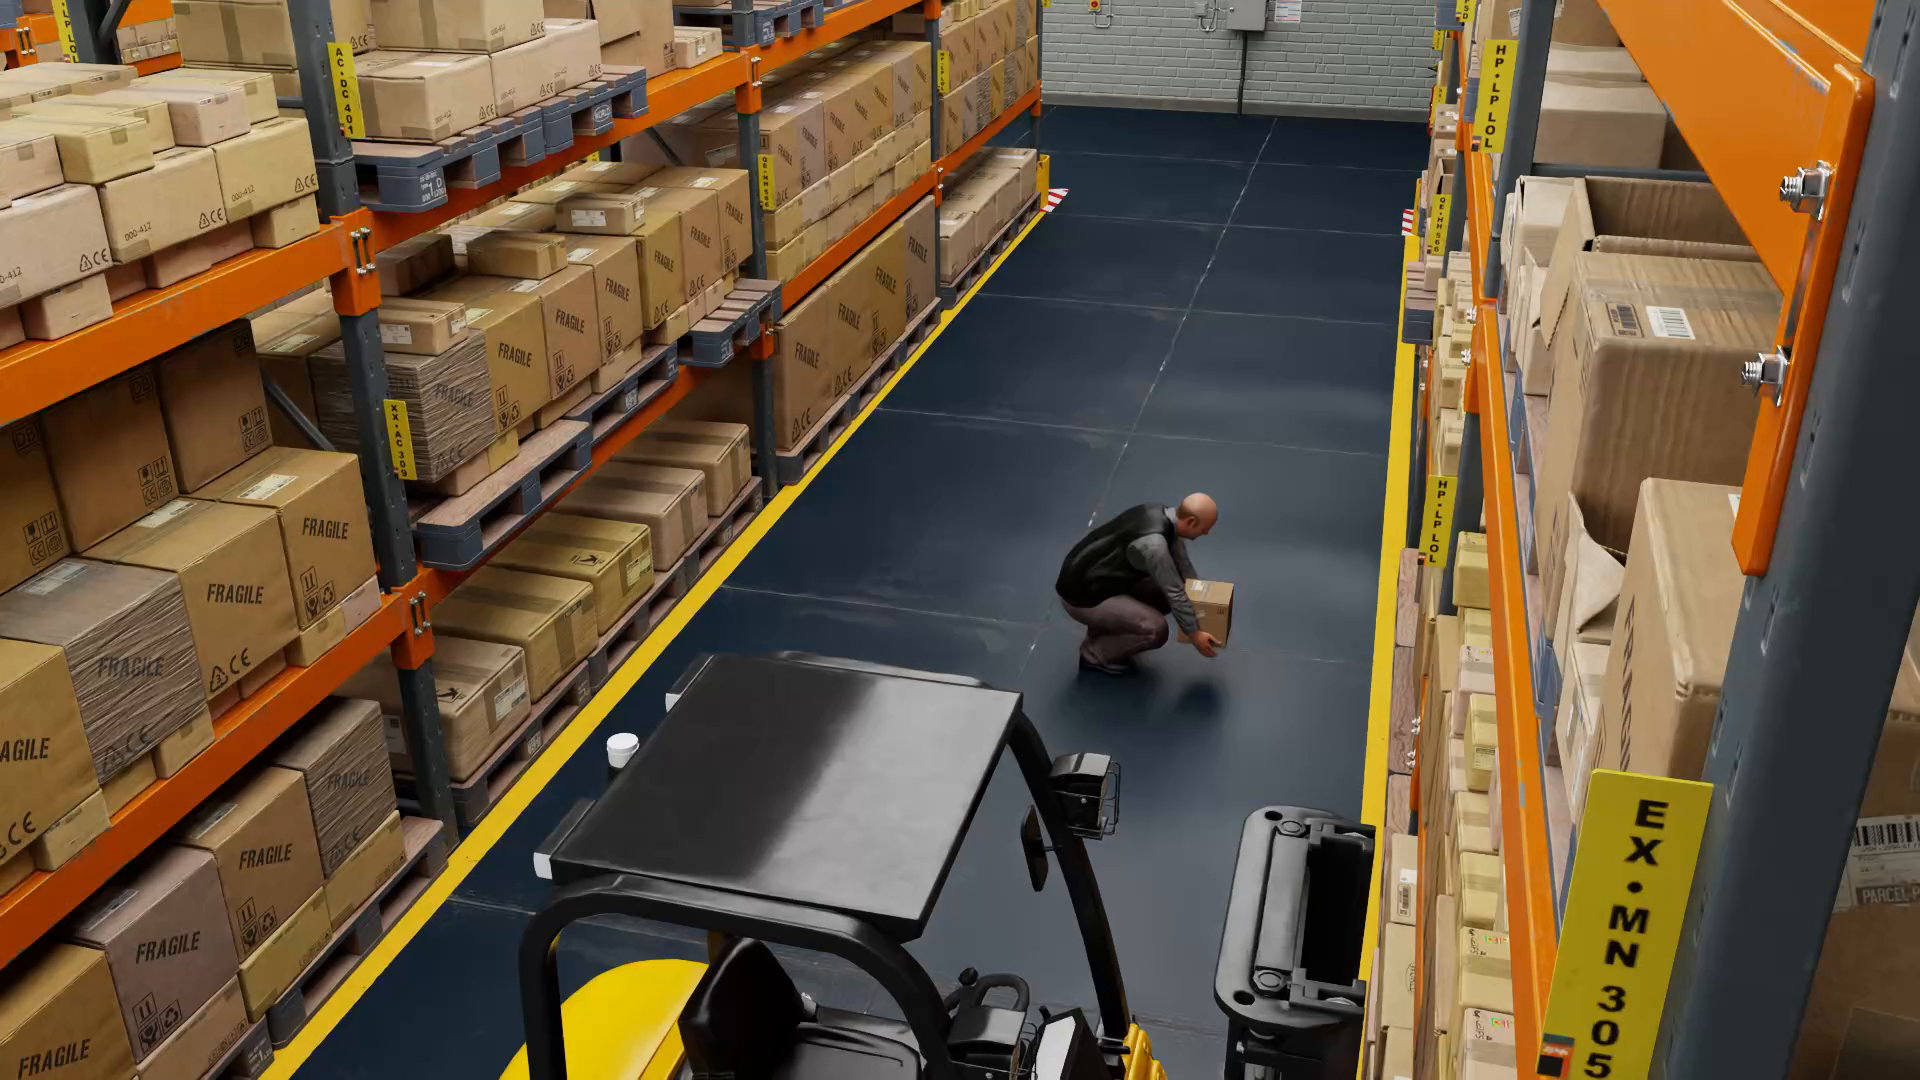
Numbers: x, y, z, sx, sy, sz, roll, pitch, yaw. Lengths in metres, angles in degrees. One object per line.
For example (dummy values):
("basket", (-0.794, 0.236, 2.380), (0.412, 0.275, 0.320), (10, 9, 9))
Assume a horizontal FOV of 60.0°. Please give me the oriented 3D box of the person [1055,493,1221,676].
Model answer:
("person", (0.946, 0.243, 8.632), (0.879, 0.877, 0.522), (6, 26, 12))
